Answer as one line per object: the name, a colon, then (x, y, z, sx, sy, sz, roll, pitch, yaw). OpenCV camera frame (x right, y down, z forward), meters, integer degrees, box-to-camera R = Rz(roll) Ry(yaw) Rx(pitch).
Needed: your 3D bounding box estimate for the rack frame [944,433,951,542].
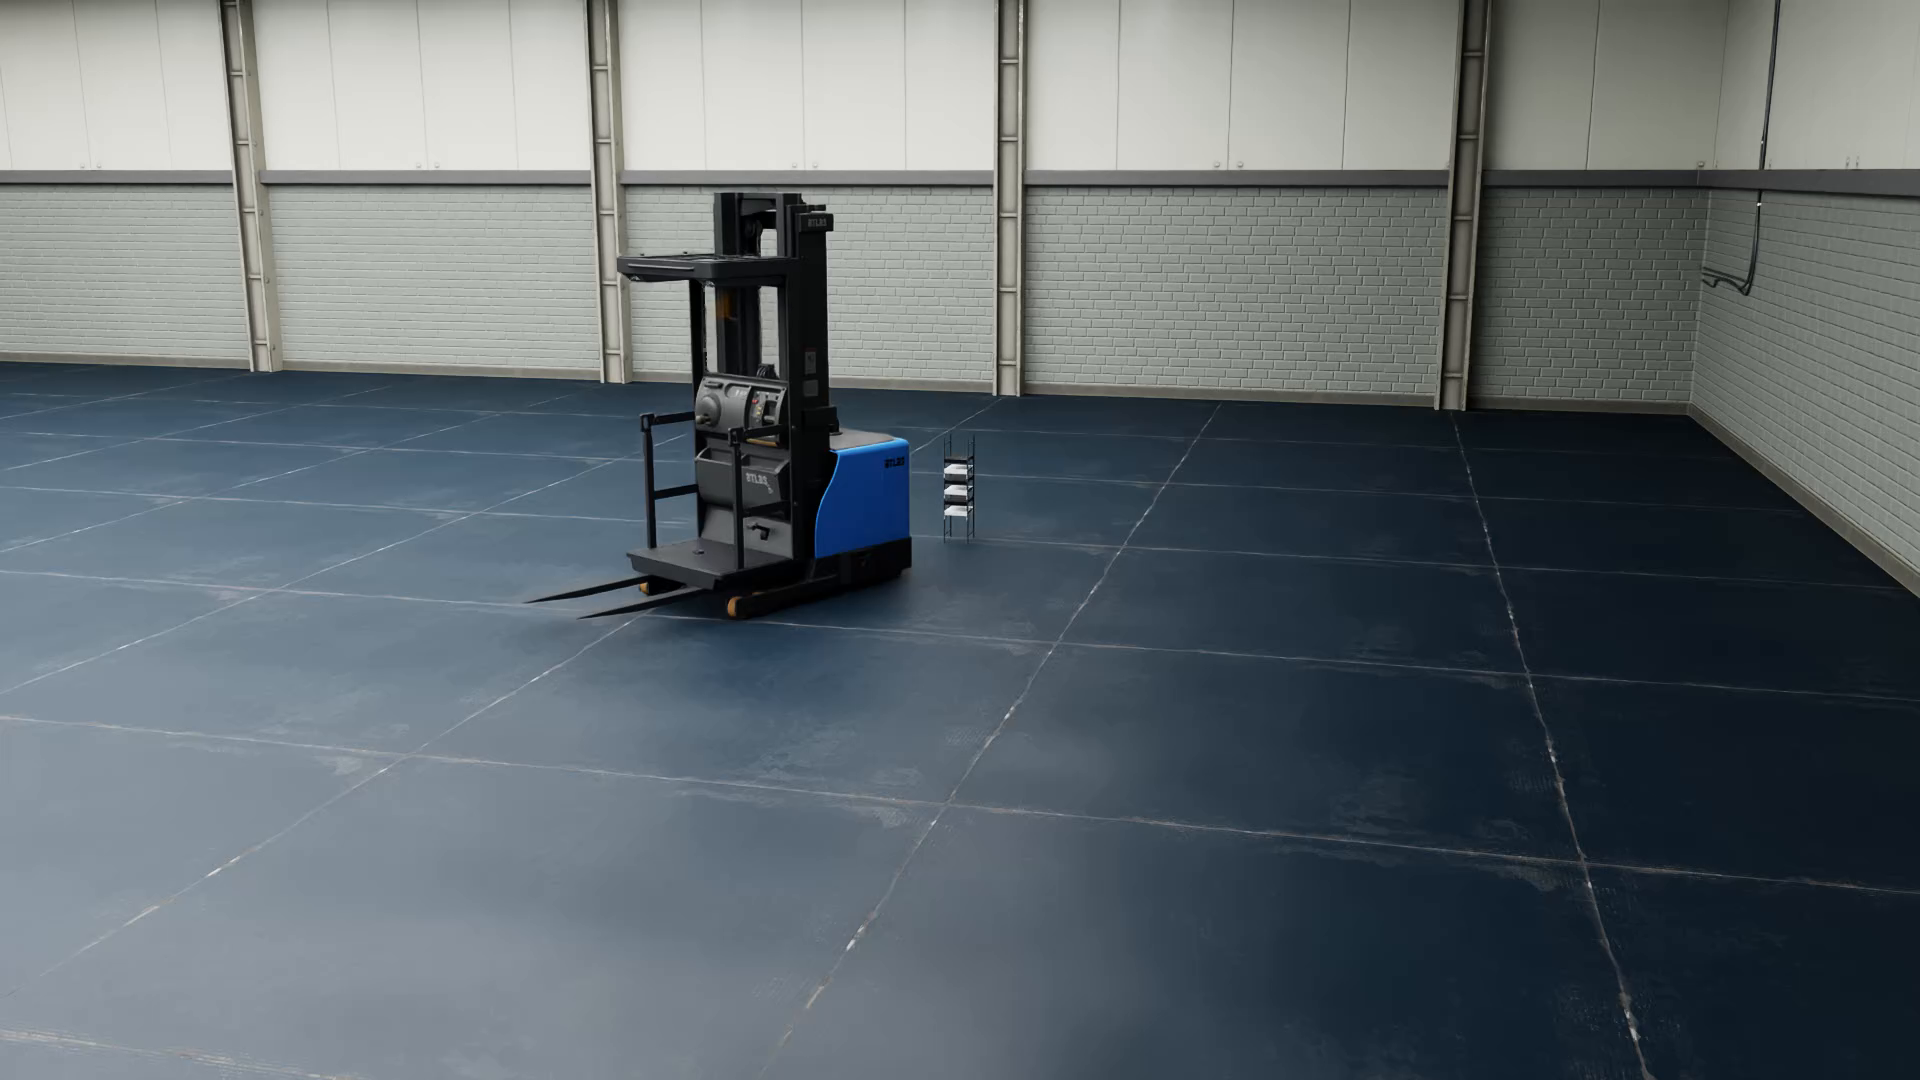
rack frame: (-0.107, -0.445, 14.162, 0.006, 0.900, 0.240, 3, 13, 14)

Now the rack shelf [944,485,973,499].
rack shelf: (-0.008, -0.407, 14.145, 0.200, 0.077, 0.258, 3, 13, 14)

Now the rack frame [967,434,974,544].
rack frame: (0.091, -0.434, 14.114, 0.006, 0.900, 0.240, 3, 13, 14)

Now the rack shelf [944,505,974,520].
rack shelf: (-0.008, -0.231, 14.184, 0.200, 0.077, 0.258, 3, 13, 14)

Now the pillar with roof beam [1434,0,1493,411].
pillar with roof beam: (5.482, -5.235, 17.055, 0.400, 9.000, 9.100, 3, 13, 14)

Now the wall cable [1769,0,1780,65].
wall cable: (8.409, -6.090, 16.418, 0.112, 2.526, 3.097, 3, 13, 14)

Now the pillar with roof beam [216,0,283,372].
pillar with roof beam: (-11.994, -6.169, 21.265, 0.400, 9.000, 9.100, 3, 13, 14)

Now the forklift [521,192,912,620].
forklift: (-1.737, -0.993, 11.944, 1.130, 2.935, 3.031, 11, 17, 41)

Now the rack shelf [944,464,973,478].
rack shelf: (-0.008, -0.583, 14.106, 0.200, 0.077, 0.258, 3, 13, 14)

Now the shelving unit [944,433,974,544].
shelving unit: (-0.008, -0.440, 14.138, 0.210, 0.900, 0.258, 3, 13, 14)

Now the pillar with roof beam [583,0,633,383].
pillar with roof beam: (-6.168, -5.858, 19.862, 0.400, 9.000, 9.100, 3, 13, 14)

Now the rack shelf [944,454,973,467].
rack shelf: (-0.008, -0.671, 14.087, 0.200, 0.077, 0.258, 3, 13, 14)

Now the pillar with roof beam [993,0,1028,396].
pillar with roof beam: (-0.343, -5.547, 18.458, 0.400, 9.000, 9.100, 3, 13, 14)

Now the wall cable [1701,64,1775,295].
wall cable: (9.057, -4.194, 19.529, 0.112, 2.526, 3.097, 3, 13, 14)

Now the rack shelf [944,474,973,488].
rack shelf: (-0.008, -0.495, 14.126, 0.200, 0.077, 0.258, 3, 13, 14)

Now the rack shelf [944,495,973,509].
rack shelf: (-0.008, -0.319, 14.165, 0.200, 0.077, 0.258, 3, 13, 14)
